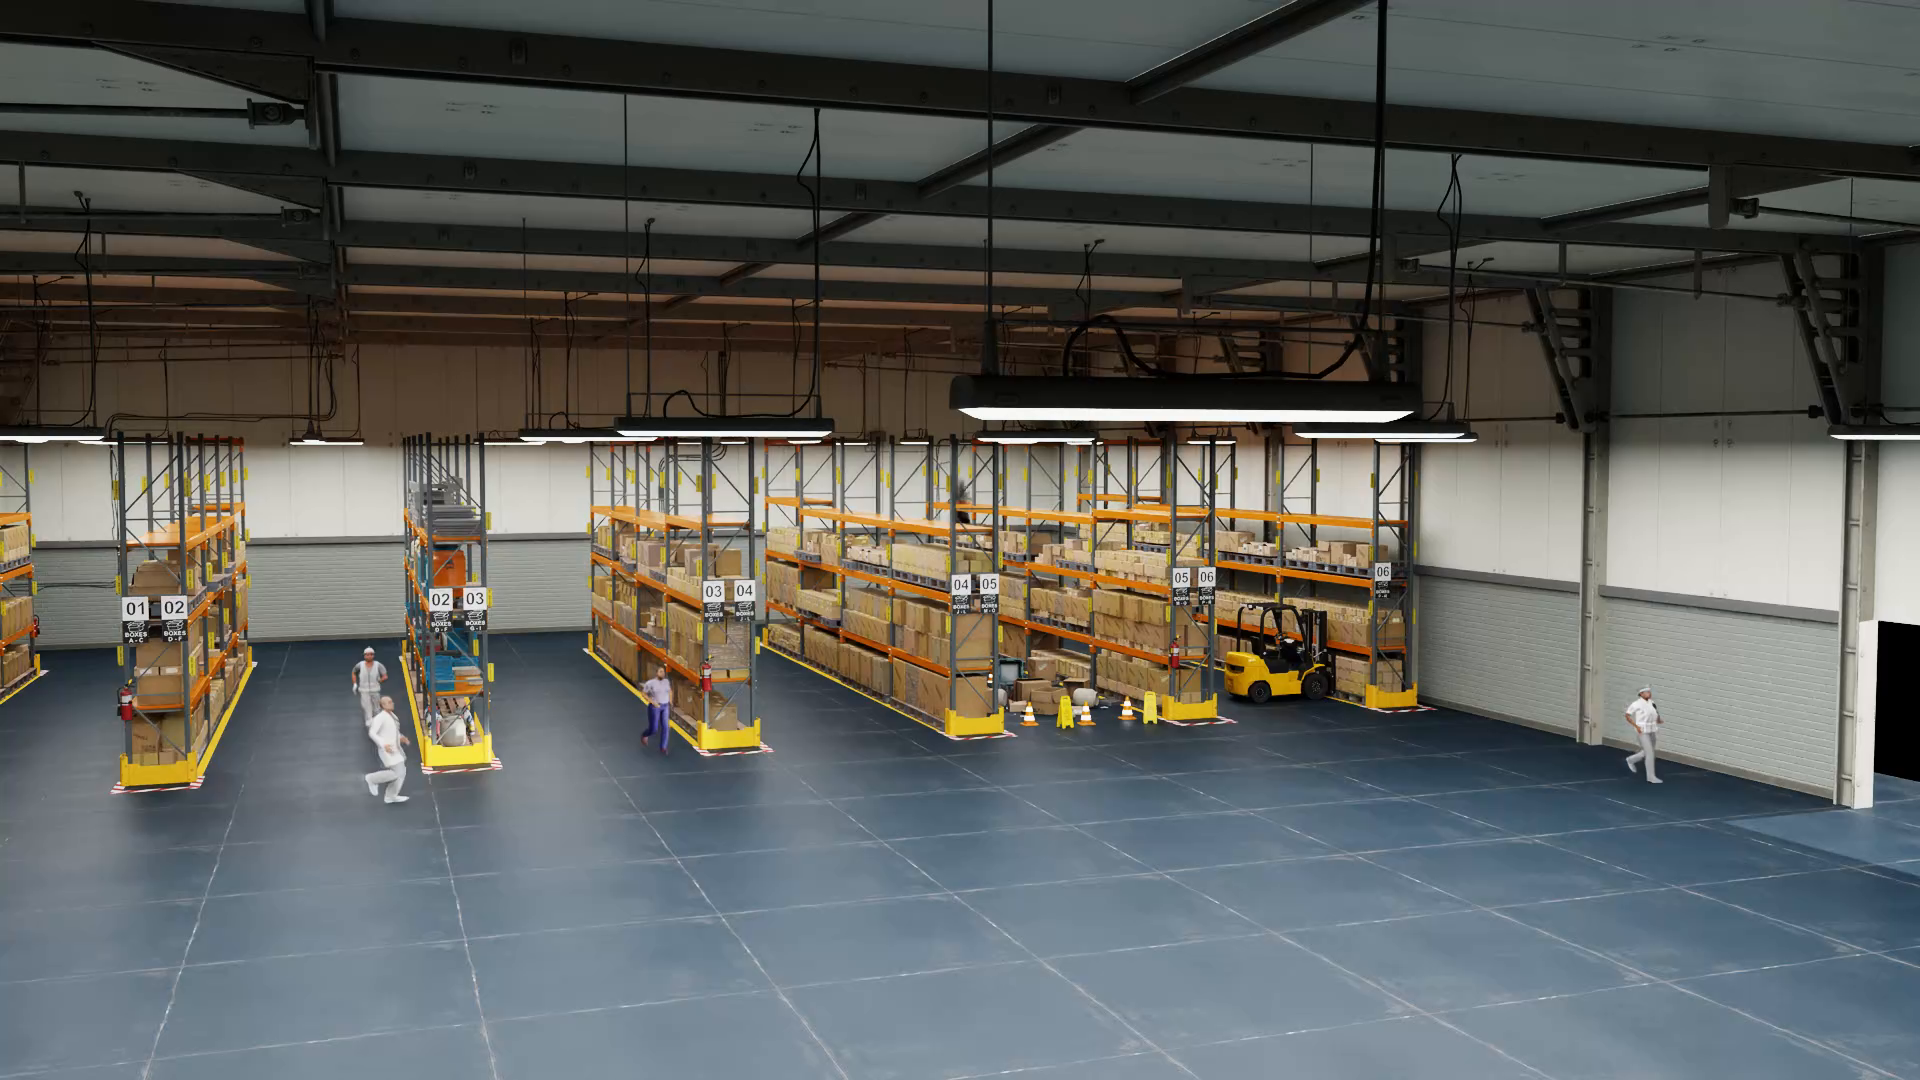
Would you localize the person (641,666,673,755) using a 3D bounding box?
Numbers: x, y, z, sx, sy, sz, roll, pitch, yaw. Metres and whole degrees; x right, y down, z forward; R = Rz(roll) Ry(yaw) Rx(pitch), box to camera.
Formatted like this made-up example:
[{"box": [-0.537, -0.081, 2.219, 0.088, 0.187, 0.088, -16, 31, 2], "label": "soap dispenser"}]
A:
[{"box": [-5.675, 3.197, 31.314, 0.644, 1.648, 0.759, -2, 4, -38], "label": "person"}]

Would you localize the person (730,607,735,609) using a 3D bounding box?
[{"box": [-6.863, 2.189, 48.752, 0.529, 1.684, 0.739, -3, 4, -41], "label": "person"}]

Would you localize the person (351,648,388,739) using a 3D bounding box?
[{"box": [-11.654, 3.003, 32.848, 0.660, 1.769, 0.907, -1, 3, -24], "label": "person"}]

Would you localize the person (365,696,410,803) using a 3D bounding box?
[{"box": [-9.232, 3.382, 26.813, 0.630, 1.730, 0.724, 0, 3, 3], "label": "person"}]

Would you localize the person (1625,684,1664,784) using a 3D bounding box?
[{"box": [11.750, 3.295, 28.576, 0.588, 1.670, 0.850, -2, 4, -27], "label": "person"}]
